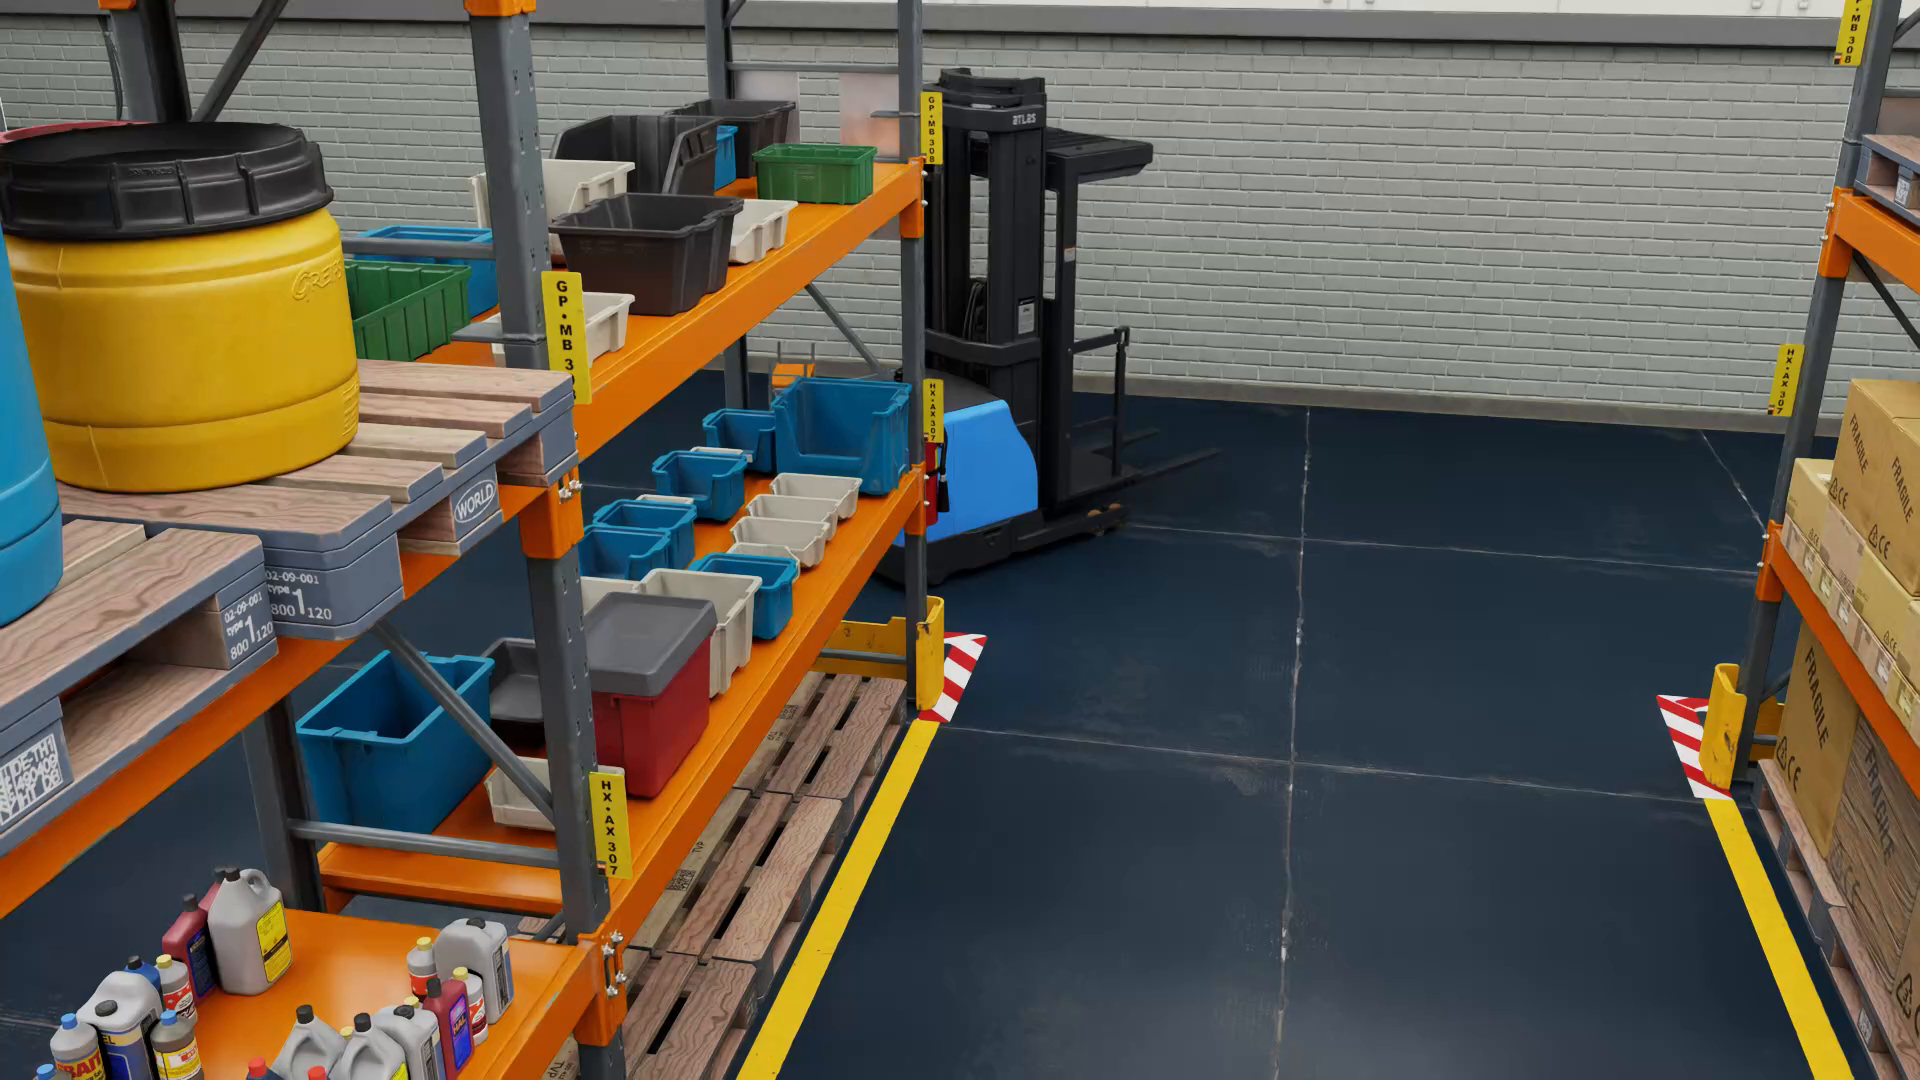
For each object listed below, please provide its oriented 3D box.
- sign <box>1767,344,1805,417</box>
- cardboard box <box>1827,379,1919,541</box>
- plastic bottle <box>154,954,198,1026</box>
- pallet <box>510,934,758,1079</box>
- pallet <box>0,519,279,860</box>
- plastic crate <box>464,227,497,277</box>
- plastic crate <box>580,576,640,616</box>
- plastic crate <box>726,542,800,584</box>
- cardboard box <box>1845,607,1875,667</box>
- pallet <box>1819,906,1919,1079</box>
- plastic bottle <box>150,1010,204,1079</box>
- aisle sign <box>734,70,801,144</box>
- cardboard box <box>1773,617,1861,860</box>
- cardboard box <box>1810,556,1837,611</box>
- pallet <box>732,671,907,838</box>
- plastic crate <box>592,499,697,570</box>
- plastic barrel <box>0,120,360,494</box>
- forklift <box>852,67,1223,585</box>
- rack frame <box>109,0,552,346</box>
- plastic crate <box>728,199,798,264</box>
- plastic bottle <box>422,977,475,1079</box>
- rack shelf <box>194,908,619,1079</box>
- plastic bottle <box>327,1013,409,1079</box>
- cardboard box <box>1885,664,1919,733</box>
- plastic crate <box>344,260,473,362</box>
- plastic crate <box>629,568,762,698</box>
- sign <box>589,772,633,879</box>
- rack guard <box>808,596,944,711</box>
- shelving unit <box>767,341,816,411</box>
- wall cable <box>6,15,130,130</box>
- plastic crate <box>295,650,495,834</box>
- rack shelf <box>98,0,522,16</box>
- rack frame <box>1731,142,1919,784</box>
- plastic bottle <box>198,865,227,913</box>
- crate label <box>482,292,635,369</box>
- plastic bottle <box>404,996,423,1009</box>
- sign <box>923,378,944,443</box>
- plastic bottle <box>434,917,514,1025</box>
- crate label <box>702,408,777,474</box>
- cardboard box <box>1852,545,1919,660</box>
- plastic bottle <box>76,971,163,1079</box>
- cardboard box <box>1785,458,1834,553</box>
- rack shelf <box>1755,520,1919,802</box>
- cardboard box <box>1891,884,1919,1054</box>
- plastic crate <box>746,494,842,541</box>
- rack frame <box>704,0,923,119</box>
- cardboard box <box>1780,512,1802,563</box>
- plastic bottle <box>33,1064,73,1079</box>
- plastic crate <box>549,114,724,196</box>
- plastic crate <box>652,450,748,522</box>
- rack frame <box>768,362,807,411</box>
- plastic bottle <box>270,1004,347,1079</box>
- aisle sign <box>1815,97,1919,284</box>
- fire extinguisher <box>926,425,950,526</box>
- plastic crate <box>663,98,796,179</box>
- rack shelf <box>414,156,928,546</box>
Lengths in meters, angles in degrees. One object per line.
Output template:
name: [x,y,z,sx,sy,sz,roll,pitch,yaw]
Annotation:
sign: [3.634,-0.702,7.317,0.100,0.325,0.005,4,22,11]
cardboard box: [3.712,-0.298,6.377,0.500,0.500,0.500,4,22,10]
plastic bottle: [-2.014,1.152,4.244,0.097,0.201,0.097,0,22,0]
pallet: [-1.377,1.887,5.885,1.003,0.211,1.213,4,22,11]
pallet: [-1.782,0.271,2.403,1.003,0.211,1.213,4,22,11]
plastic crate: [-1.602,-0.897,5.404,0.293,0.136,0.466,4,22,11]
plastic crate: [-1.428,0.301,6.365,0.293,0.136,0.466,4,22,11]
plastic crate: [-0.810,0.128,6.794,0.298,0.136,0.250,4,22,11]
cardboard box: [3.573,0.378,6.237,0.380,0.149,0.250,4,22,10]
pallet: [3.838,1.817,6.059,1.003,0.211,1.213,4,22,11]
plastic bottle: [-1.905,1.235,4.039,0.097,0.201,0.097,0,22,0]
aisle sign: [-0.949,-1.852,7.957,0.394,0.787,0.004,4,22,11]
cardboard box: [4.124,0.811,7.106,0.875,0.875,0.875,4,22,11]
cardboard box: [3.678,0.189,6.705,0.380,0.149,0.250,4,22,10]
pallet: [-0.879,0.995,8.100,1.003,0.211,1.213,4,22,11]
plastic crate: [-1.314,-0.001,6.983,0.416,0.233,0.300,4,22,11]
plastic barrel: [-1.477,-0.458,3.147,0.600,0.588,0.600,0,22,0]
forklift: [0.507,-1.523,10.712,3.031,2.935,1.130,-18,28,-37]
rack frame: [-1.489,-1.917,3.568,1.000,3.000,0.127,4,22,11]
plastic crate: [-0.852,-1.092,5.886,0.437,0.136,0.530,4,22,11]
plastic bottle: [-1.256,1.177,4.073,0.061,0.283,0.133,4,22,11]
rack shelf: [-1.897,1.931,3.007,1.077,0.370,4.000,4,22,11]
plastic bottle: [-1.356,1.250,3.801,0.144,0.351,0.185,4,22,11]
cardboard box: [3.468,0.564,5.773,0.380,0.149,0.250,4,22,10]
plastic crate: [-1.699,-0.605,4.610,0.450,0.188,0.662,4,22,11]
plastic crate: [-0.997,0.349,6.051,0.437,0.282,0.530,4,22,11]
sign: [-0.951,0.780,4.531,0.100,0.325,0.005,4,22,11]
rack guard: [-0.681,0.553,8.812,1.175,0.500,0.348,4,22,11]
shelving unit: [-1.091,-0.641,10.827,0.258,1.200,0.503,2,22,0]
wall cable: [-8.868,-4.736,14.724,3.097,2.526,0.112,4,22,11]
plastic crate: [-1.728,0.649,5.169,0.392,0.384,0.575,4,22,11]
rack shelf: [-1.897,-0.666,1.961,1.077,0.370,4.000,4,22,11]
rack frame: [4.176,-0.220,7.383,1.000,3.000,0.127,4,22,11]
plastic bottle: [-1.982,1.022,4.458,0.061,0.283,0.133,4,22,11]
crate label: [-1.106,-0.560,4.567,0.293,0.136,0.466,4,22,11]
plastic bottle: [-1.337,1.215,4.087,0.097,0.201,0.097,0,22,0]
sign: [-0.131,-0.637,8.201,0.100,0.325,0.005,4,22,11]
plastic bottle: [-1.253,1.092,4.293,0.152,0.276,0.135,4,22,11]
crate label: [-1.046,-0.482,8.179,0.416,0.233,0.303,4,22,11]
cardboard box: [3.608,0.241,6.042,0.500,0.250,0.500,4,22,9]
plastic bottle: [-2.031,1.197,4.031,0.152,0.276,0.135,4,22,11]
cardboard box: [3.814,-0.133,6.971,0.500,0.250,0.500,4,22,9]
rack shelf: [3.768,0.846,5.702,1.077,0.370,4.000,4,22,11]
cardboard box: [3.756,1.470,5.471,0.875,0.875,0.875,4,22,11]
plastic crate: [-0.735,-0.086,7.324,0.396,0.136,0.243,4,22,11]
rack frame: [-0.673,-3.380,7.200,1.000,3.000,0.127,4,22,11]
cardboard box: [3.780,0.002,7.170,0.380,0.149,0.250,5,22,12]
plastic bottle: [-2.102,1.308,3.857,0.097,0.201,0.097,0,22,0]
plastic crate: [-1.254,-1.422,6.437,0.504,0.338,0.767,4,22,11]
plastic crate: [-1.180,-0.241,7.581,0.416,0.233,0.300,4,22,11]
rack frame: [-1.094,-0.550,10.601,0.240,1.200,0.015,2,22,0]
plastic bottle: [-1.497,1.239,3.828,0.144,0.351,0.185,4,22,11]
aisle sign: [3.897,-1.475,7.020,0.394,0.787,0.004,4,22,11]
fire extinguisher: [-0.197,-0.409,8.456,0.296,0.674,0.183,4,22,11]
plastic crate: [-1.024,-1.808,7.488,0.497,0.269,0.590,4,22,11]
rack shelf: [-1.081,-0.923,6.079,1.077,0.370,4.000,4,22,11]
